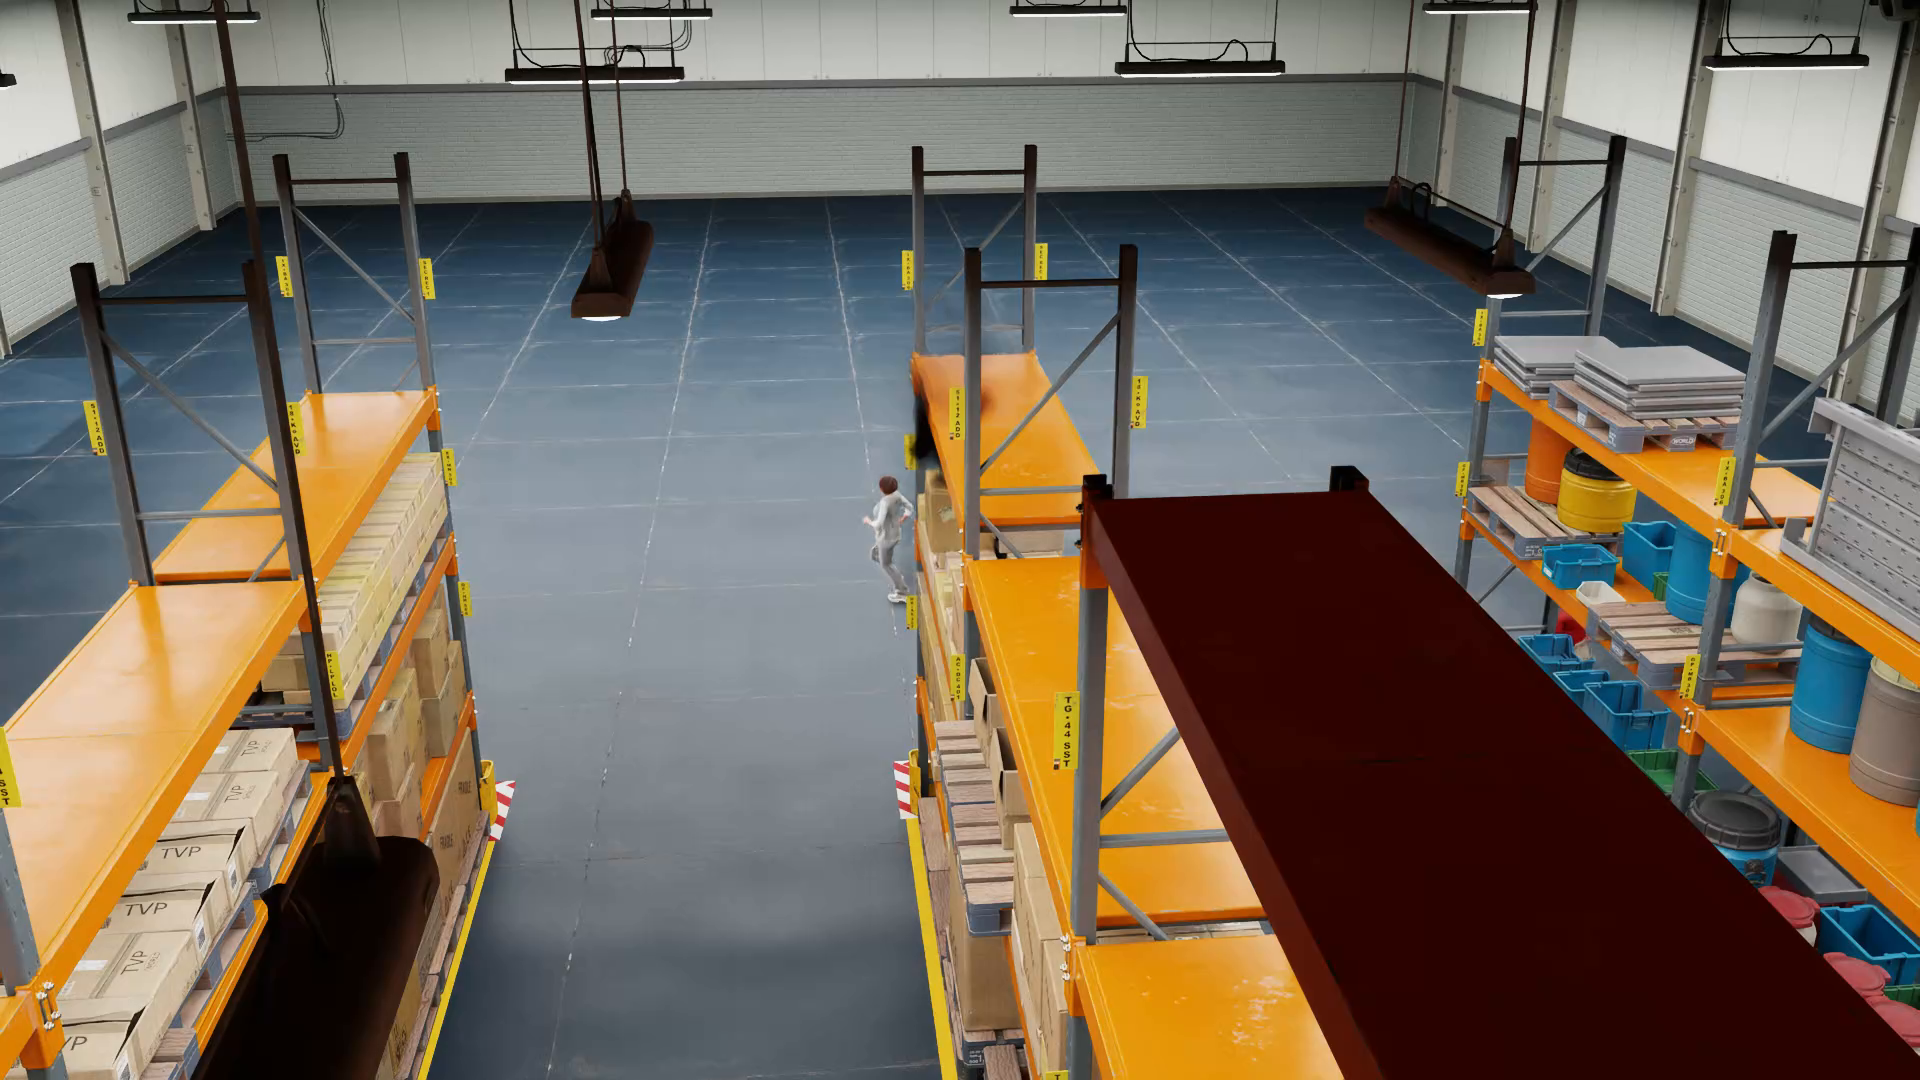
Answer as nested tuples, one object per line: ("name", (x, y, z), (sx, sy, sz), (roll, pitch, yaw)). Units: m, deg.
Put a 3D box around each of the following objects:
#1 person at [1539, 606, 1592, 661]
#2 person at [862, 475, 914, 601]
("person", (6.009, 1.165, 16.444), (0.703, 1.708, 0.724), (-12, 24, -27))
("person", (-0.865, -0.037, 19.587), (0.602, 1.566, 0.520), (8, 23, 19))
